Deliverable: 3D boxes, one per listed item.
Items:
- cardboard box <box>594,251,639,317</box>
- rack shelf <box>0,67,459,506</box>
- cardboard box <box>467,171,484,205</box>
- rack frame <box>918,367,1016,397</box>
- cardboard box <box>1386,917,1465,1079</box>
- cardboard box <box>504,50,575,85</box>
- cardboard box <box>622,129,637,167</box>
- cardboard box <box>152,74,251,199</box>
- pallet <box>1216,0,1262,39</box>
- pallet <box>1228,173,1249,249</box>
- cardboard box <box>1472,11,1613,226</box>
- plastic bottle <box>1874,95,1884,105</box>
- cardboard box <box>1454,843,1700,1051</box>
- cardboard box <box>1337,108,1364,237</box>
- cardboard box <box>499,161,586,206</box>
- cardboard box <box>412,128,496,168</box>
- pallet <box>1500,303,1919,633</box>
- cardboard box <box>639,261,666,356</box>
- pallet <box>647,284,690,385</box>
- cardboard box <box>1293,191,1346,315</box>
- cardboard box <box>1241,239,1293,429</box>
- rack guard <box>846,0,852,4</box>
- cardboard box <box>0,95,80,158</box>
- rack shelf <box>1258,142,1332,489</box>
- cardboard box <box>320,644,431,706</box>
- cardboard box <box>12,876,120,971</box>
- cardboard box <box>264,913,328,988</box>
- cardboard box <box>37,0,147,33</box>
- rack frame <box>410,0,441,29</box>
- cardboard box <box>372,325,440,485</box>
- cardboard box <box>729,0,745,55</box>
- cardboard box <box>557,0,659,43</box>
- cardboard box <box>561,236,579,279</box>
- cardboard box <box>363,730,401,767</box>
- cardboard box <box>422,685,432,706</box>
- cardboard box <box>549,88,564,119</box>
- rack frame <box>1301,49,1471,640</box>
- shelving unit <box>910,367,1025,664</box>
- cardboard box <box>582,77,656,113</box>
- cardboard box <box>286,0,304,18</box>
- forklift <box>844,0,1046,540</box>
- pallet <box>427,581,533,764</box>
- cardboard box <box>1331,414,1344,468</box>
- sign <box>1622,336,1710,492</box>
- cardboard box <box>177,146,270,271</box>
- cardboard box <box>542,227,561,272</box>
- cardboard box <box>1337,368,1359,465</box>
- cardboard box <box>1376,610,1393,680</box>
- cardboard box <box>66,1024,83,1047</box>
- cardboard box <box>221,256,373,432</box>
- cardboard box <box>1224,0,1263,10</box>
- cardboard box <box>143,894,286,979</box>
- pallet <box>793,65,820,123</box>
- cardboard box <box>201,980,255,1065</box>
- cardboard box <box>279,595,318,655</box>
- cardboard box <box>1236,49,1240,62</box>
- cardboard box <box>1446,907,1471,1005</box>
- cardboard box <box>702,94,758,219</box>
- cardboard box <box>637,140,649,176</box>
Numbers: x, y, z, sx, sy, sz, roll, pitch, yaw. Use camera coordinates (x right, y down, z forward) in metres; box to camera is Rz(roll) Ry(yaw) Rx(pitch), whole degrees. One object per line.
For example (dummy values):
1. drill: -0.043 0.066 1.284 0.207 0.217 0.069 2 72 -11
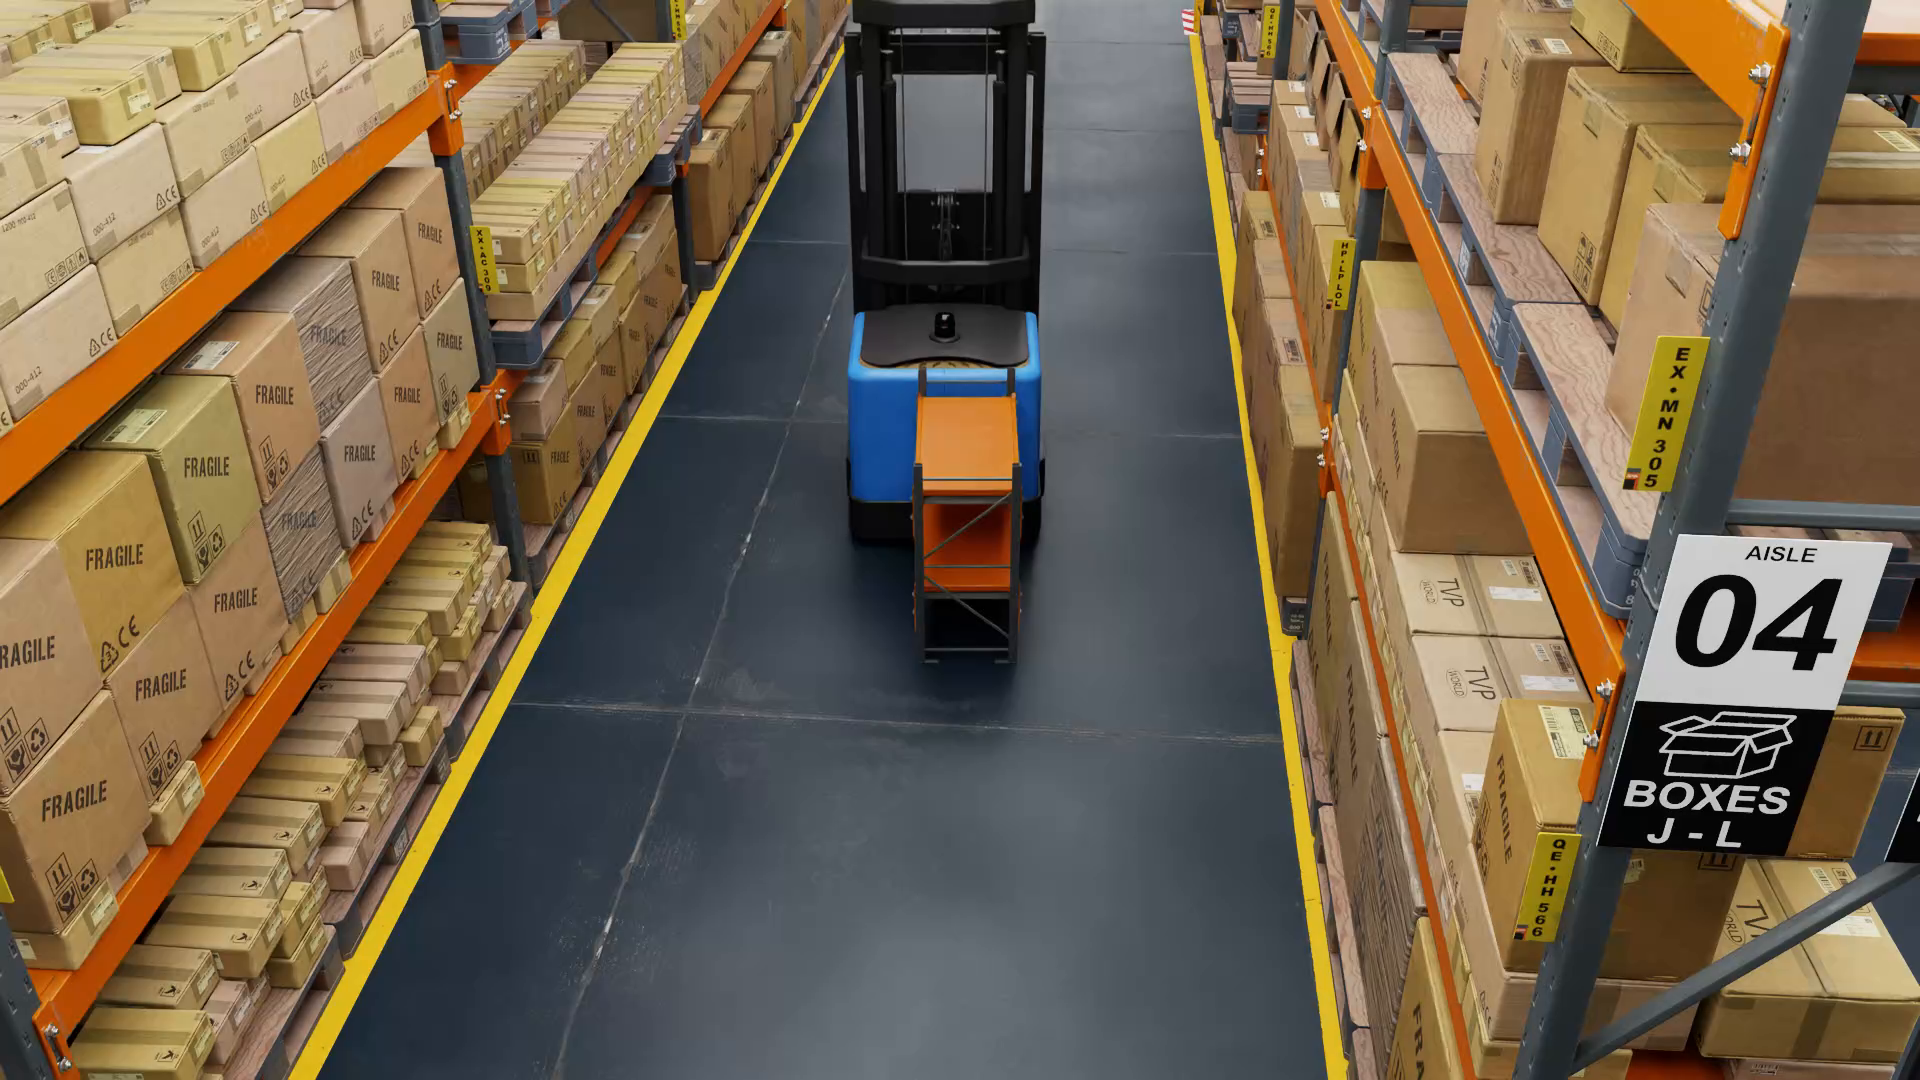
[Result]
1. cardboard box: -2.290 -1.568 10.202 0.500 0.250 0.500 3 32 5
2. rack shelf: -2.897 -0.865 5.622 1.077 0.370 4.000 2 32 4
3. cardboard box: -2.815 -1.902 9.033 0.380 0.149 0.250 1 32 1
4. rack frame: 0.035 -0.403 8.832 0.500 1.125 0.032 0 32 0
5. cardboard box: 1.848 1.803 5.089 0.875 0.875 0.875 2 32 4
6. cardboard box: -2.658 -2.983 10.504 0.380 0.149 0.250 2 32 3
7. cardboard box: -2.098 -2.278 9.643 0.380 0.149 0.250 3 32 5
8. cardboard box: -2.631 -1.295 5.299 0.500 0.250 0.500 1 32 2
9. pallet: 2.645 -4.384 13.687 1.003 0.211 1.213 2 32 4
10. pallet: 2.694 -2.625 13.308 1.003 0.211 1.213 2 32 4
11. cardboard box: 1.965 -1.257 4.980 0.700 0.500 0.500 4 32 6
12. plastic bottle: 8.269 -3.898 14.964 0.097 0.201 0.097 0 32 0
13. cardboard box: 1.651 1.088 4.485 0.500 0.250 0.500 2 32 3
14. cardboard box: 2.313 -1.838 8.322 0.797 0.503 0.637 3 32 5
15. cardboard box: -2.181 -1.862 8.685 0.380 0.149 0.250 2 32 3
16. cardboard box: -2.789 -2.165 9.177 0.380 0.149 0.250 1 32 2
17. pallet: 1.926 -0.212 3.960 1.003 0.211 1.213 2 32 4
18. cardboard box: -2.247 -1.520 10.840 0.500 0.500 0.500 4 32 6
19. pallet: -2.473 -1.436 11.380 1.003 0.211 1.213 2 32 4
20. cardboard box: 2.050 -1.507 8.740 0.500 0.500 0.500 2 32 3
21. cardboard box: 2.370 -1.216 9.989 1.225 0.875 0.875 3 32 4
22. rack guard: -1.755 -6.164 18.775 1.175 0.500 0.348 2 32 4
23. cardboard box: -2.737 -1.142 4.671 0.380 0.149 0.250 3 32 5
24. rack shelf: 2.364 -1.415 9.373 1.077 0.370 4.000 2 32 4
25. cardboard box: -2.527 0.582 7.197 0.380 0.149 0.250 1 32 2
26. cardboard box: -2.707 1.103 4.841 0.380 0.149 0.250 2 32 4
27. cardboard box: -2.615 1.526 6.232 0.380 0.149 0.250 3 32 5
28. cardboard box: -3.086 -1.850 5.820 0.380 0.149 0.250 1 32 2
29. rack frame: -2.734 -3.495 6.343 1.000 3.000 0.127 2 32 4
30. cardboard box: -2.535 -0.573 6.942 0.500 0.500 0.500 2 32 3
31. cardboard box: -1.980 -4.088 12.929 0.500 0.500 0.500 2 32 3
32. cardboard box: -2.362 -3.735 11.403 0.700 0.500 0.500 2 32 4
33. cardboard box: -2.202 -1.474 8.623 0.380 0.149 0.250 3 32 4
34. cardboard box: -2.618 0.829 7.079 0.380 0.149 0.250 1 32 2
35. cardboard box: -2.631 0.720 7.540 0.380 0.149 0.250 2 32 3
36. cardboard box: -2.686 -2.705 10.336 0.380 0.149 0.250 2 32 2
37. rack frame: 2.201 -0.676 7.488 1.000 3.000 0.127 2 32 4
38. shelving unit: 0.035 -0.137 8.400 0.538 1.125 1.048 0 32 0
39. cardboard box: -2.053 -2.673 10.001 0.380 0.149 0.250 3 32 5
40. cardboard box: -2.615 -1.961 6.000 0.380 0.149 0.250 4 32 6
41. forklift: -0.080 -1.983 9.674 1.130 2.935 3.031 0 32 0
42. pallet: -2.753 0.599 8.076 1.003 0.211 1.213 2 32 4
43. cardboard box: 1.846 -0.428 7.326 0.380 0.149 0.250 3 32 4
44. sign: 1.336 -0.235 3.145 0.100 0.325 0.005 2 32 4
45. cardboard box: -2.639 -1.100 5.460 0.500 0.250 0.500 2 32 4
46. cardboard box: -2.224 -1.461 8.317 0.380 0.149 0.250 2 32 3
47. cardboard box: 1.902 -0.504 7.068 0.500 0.250 0.500 2 32 3
48. cardboard box: 1.720 0.387 6.003 0.380 0.149 0.250 2 32 3
49. cardboard box: -3.226 1.637 5.769 0.380 0.149 0.250 2 32 3
50. cardboard box: -2.595 -0.741 6.261 0.500 0.500 0.500 3 32 5
51. cardboard box: 2.648 -4.884 13.344 1.000 1.000 1.000 3 32 4
52. cardboard box: -2.628 1.398 5.873 0.380 0.149 0.250 2 32 4
53. pallet: -1.943 -4.331 16.076 1.003 0.211 1.213 2 32 4
54. cardboard box: -2.683 1.656 5.738 0.380 0.149 0.250 2 32 4
55. cardboard box: -2.630 0.285 6.168 0.380 0.149 0.250 4 32 6
56. cardboard box: 2.936 -4.809 16.177 0.500 0.500 0.500 0 32 0
57. cardboard box: 1.596 1.186 4.705 0.380 0.149 0.250 3 32 4
58. cardboard box: -2.201 -3.025 13.044 1.050 0.750 0.750 3 32 5
59. cardboard box: -2.077 -2.291 9.948 0.380 0.149 0.250 1 32 2
